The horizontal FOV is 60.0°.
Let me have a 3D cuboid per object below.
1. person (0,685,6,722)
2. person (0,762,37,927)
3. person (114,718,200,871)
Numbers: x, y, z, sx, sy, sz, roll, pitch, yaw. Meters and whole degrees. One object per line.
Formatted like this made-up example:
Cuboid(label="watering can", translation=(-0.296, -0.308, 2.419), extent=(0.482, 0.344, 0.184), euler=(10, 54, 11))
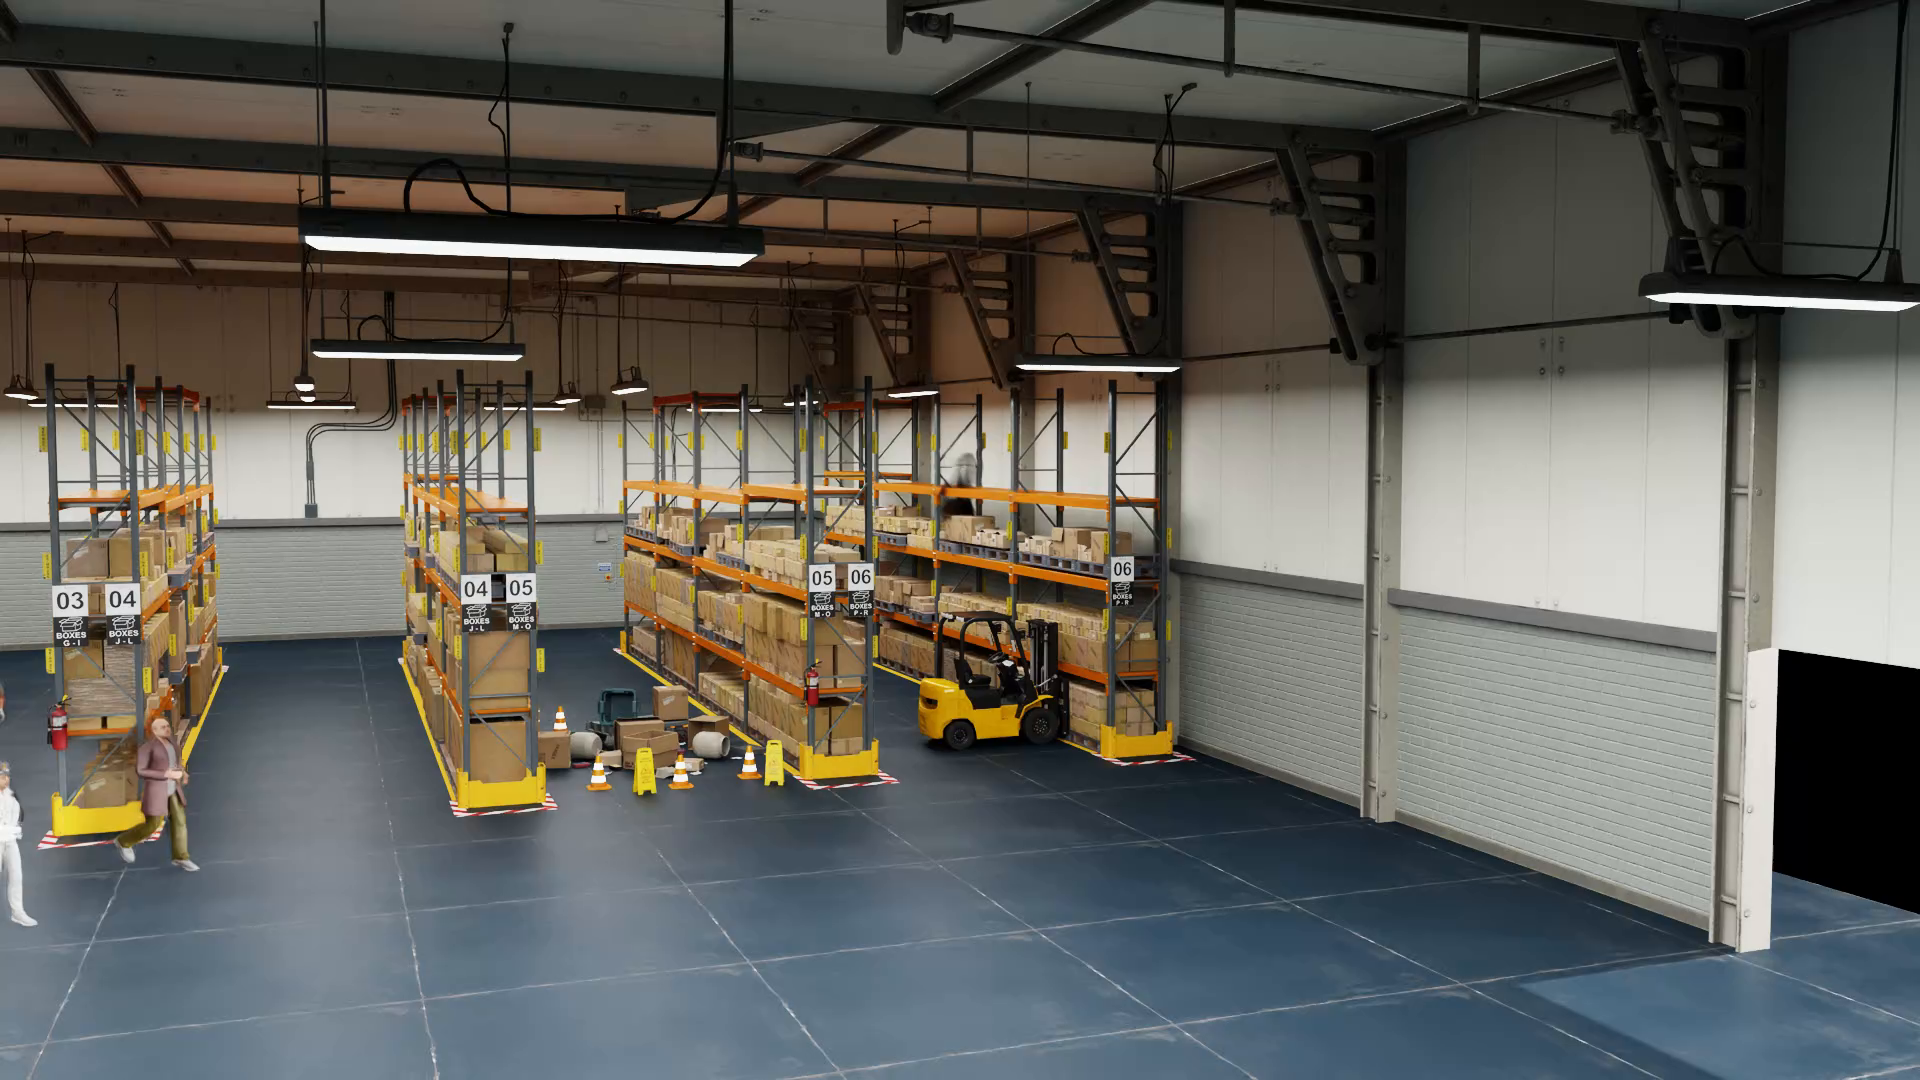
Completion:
Cuboid(label="person", translation=(-14.528, 2.683, 24.690), extent=(0.653, 1.750, 0.720), euler=(-2, 4, -35))
Cuboid(label="person", translation=(-9.991, 3.151, 17.228), extent=(0.818, 1.715, 0.615), euler=(1, 3, 9))
Cuboid(label="person", translation=(-9.408, 2.974, 19.516), extent=(1.044, 1.792, 0.718), euler=(1, 4, 19))
